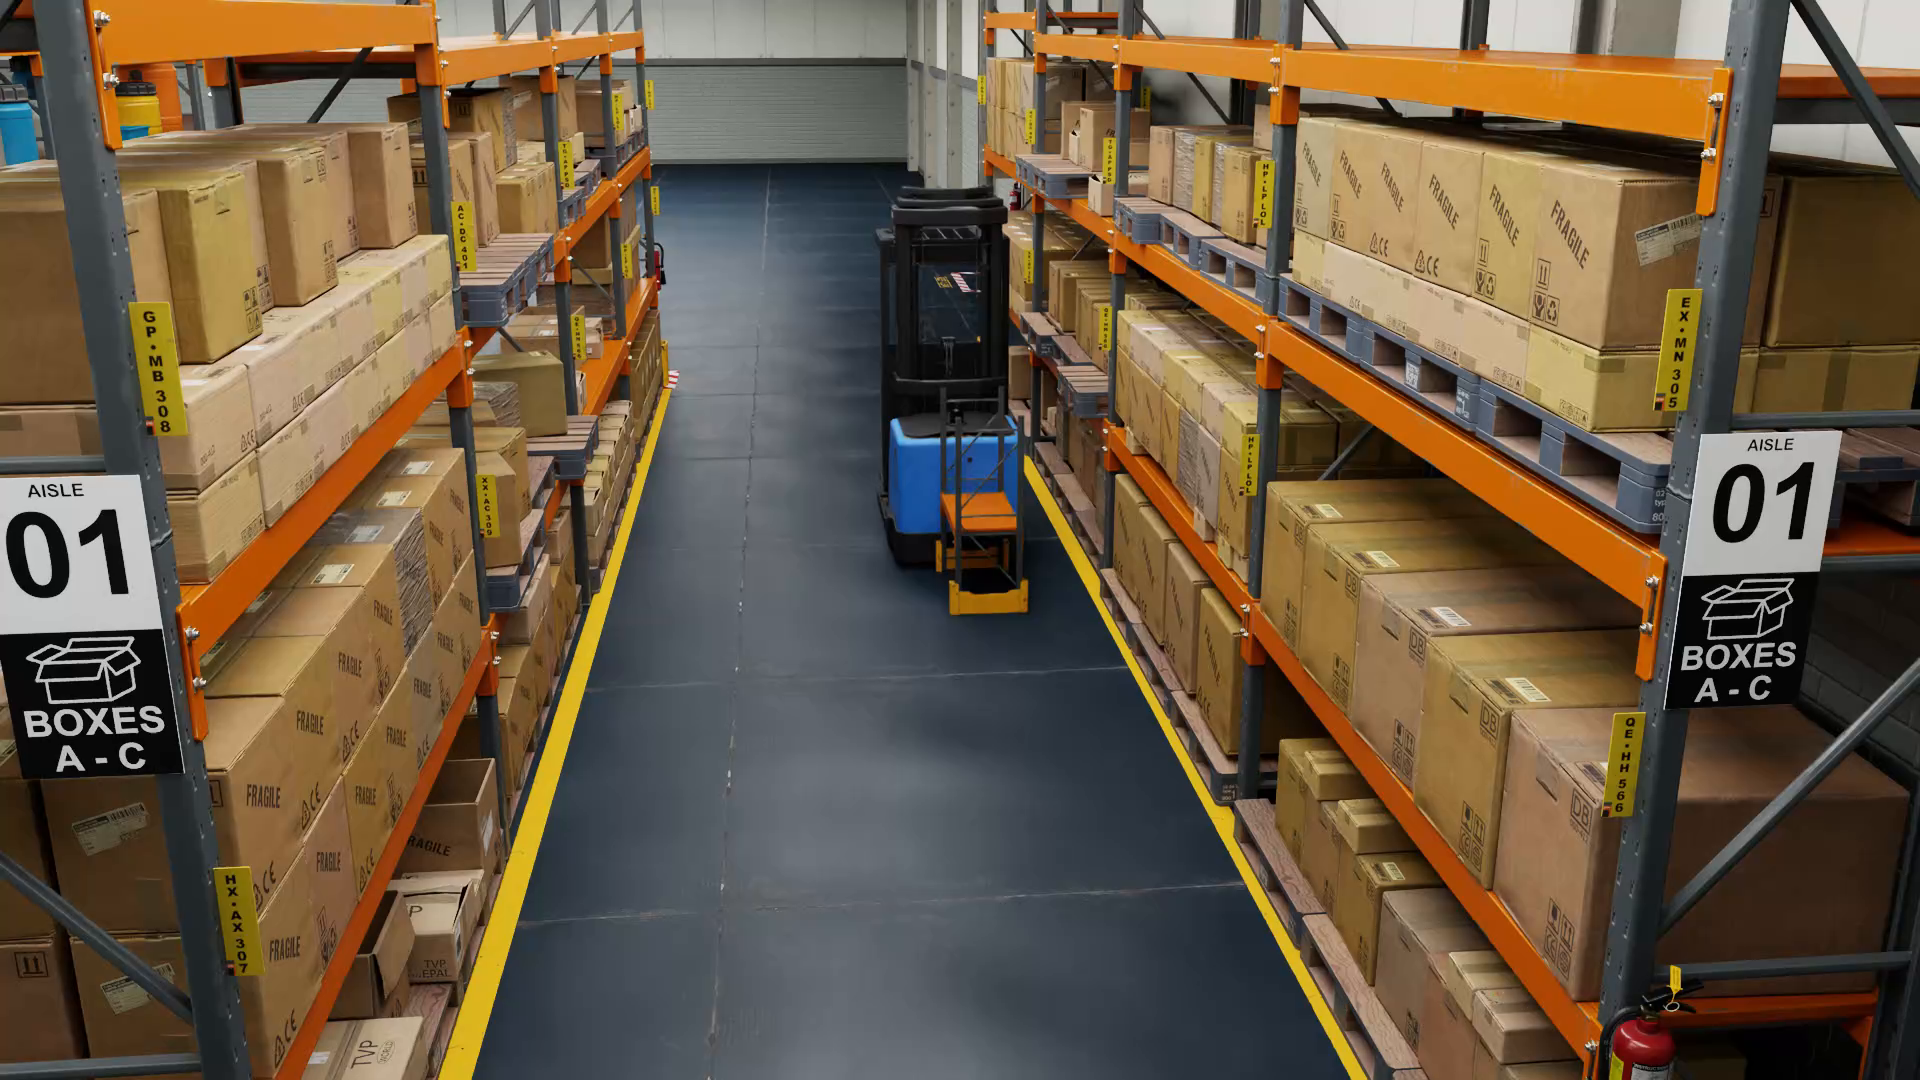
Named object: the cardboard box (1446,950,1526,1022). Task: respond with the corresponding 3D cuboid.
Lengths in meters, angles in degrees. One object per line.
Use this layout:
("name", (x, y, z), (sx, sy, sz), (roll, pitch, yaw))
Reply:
("cardboard box", (2.057, 1.669, 6.242), (0.380, 0.149, 0.250), (-1, 17, -4))

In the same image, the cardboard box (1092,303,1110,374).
("cardboard box", (1.483, -1.646, 13.511), (0.700, 0.500, 0.500), (-3, 18, -11))

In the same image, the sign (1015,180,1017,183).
("sign", (0.943, -5.995, 28.204), (0.001, 0.329, 0.234), (-2, 18, -6))

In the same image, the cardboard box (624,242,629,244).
("cardboard box", (-3.735, -3.100, 17.792), (0.380, 0.149, 0.250), (-2, 18, -6))

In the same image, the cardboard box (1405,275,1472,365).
("cardboard box", (1.998, -0.827, 6.179), (0.500, 0.250, 0.500), (-2, 18, -7))

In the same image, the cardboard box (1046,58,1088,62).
("cardboard box", (1.172, -5.149, 18.694), (0.500, 0.500, 0.500), (-1, 17, -2))

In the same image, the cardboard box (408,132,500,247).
("cardboard box", (-3.008, -2.014, 9.541), (0.600, 0.600, 0.600), (-2, 18, -8))

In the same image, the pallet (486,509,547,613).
("pallet", (-2.863, 0.113, 9.130), (1.003, 0.211, 1.213), (-2, 18, -6))

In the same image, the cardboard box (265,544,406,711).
("cardboard box", (-2.421, 0.333, 6.271), (0.500, 0.500, 0.500), (-2, 18, -6))

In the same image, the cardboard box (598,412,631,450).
("cardboard box", (-3.327, -1.010, 15.340), (0.500, 0.311, 0.500), (-1, 17, -4))

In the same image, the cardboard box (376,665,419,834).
("cardboard box", (-2.417, 0.814, 6.408), (0.500, 0.500, 0.500), (-2, 17, -5))

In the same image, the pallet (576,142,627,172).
("pallet", (-3.828, -3.763, 16.295), (1.003, 0.211, 1.213), (-2, 18, -6))

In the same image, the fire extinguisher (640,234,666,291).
("fire extinguisher", (-3.677, -3.325, 19.890), (0.296, 0.674, 0.183), (-2, 18, -6))

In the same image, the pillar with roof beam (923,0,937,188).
("pillar with roof beam", (-5.024, -13.164, 41.086), (9.100, 9.000, 0.400), (-2, 18, -6))

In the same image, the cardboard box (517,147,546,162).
("cardboard box", (-3.524, -2.949, 13.103), (0.500, 0.250, 0.500), (-2, 18, -7))

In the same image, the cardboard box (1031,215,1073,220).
("cardboard box", (1.103, -3.478, 19.213), (0.500, 0.500, 0.500), (-2, 17, -5))

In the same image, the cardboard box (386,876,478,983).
("cardboard box", (-2.470, 1.720, 7.444), (0.500, 0.311, 0.500), (-2, 18, -6))

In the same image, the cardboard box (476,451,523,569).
("cardboard box", (-2.715, -0.133, 8.726), (0.700, 0.500, 0.500), (-8, 19, -24))

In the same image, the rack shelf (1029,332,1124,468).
("rack shelf", (1.419, -1.336, 14.625), (1.077, 0.370, 4.000), (-2, 18, -6))

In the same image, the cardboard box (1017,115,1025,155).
("cardboard box", (0.876, -4.057, 16.884), (0.500, 0.500, 0.500), (-3, 18, -10))

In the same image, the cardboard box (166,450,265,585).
("cardboard box", (-2.276, -0.066, 4.622), (0.500, 0.250, 0.500), (-2, 18, -6))

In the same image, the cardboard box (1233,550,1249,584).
("cardboard box", (1.722, 0.127, 9.151), (0.380, 0.149, 0.250), (-2, 18, -5))

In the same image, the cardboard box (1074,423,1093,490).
("cardboard box", (1.421, -0.768, 15.053), (0.700, 0.500, 0.500), (-2, 17, -5))

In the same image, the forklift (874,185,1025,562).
("forklift", (-0.155, -1.616, 14.431), (1.130, 2.935, 3.031), (-2, 18, -6))

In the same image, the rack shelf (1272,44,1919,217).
("rack shelf", (2.244, -1.624, 6.194), (1.077, 0.370, 4.000), (-2, 18, -6))

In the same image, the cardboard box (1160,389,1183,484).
("cardboard box", (1.577, -0.671, 10.608), (0.500, 0.500, 0.500), (-1, 17, -4))

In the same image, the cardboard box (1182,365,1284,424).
("cardboard box", (1.640, -0.884, 10.037), (0.500, 0.250, 0.500), (-1, 17, -5))

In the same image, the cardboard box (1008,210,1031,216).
("cardboard box", (0.551, -3.611, 19.636), (0.500, 0.500, 0.500), (-2, 18, -6))

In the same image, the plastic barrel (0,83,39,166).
("plastic barrel", (-8.373, -3.494, 14.455), (0.600, 0.901, 0.708), (-2, 18, -6))

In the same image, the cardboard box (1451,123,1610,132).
("cardboard box", (2.396, -1.502, 7.076), (0.500, 0.500, 0.500), (-2, 18, -7))

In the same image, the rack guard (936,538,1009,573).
("rack guard", (0.100, 0.126, 13.358), (0.587, 0.250, 0.087), (-2, 18, -6))

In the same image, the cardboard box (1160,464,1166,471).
("cardboard box", (1.574, -0.562, 11.346), (0.380, 0.149, 0.250), (-1, 17, -4))

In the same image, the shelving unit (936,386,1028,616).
("shelving unit", (0.158, -0.322, 12.699), (0.587, 1.500, 1.083), (-2, 18, -6))

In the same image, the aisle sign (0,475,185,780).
("aisle sign", (-2.177, 0.225, 4.111), (0.394, 0.787, 0.004), (-2, 18, -6))

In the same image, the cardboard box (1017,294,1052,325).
("cardboard box", (0.863, -2.345, 16.854), (0.500, 0.250, 0.500), (-2, 18, -6))

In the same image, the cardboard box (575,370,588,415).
("cardboard box", (-3.201, -1.159, 13.009), (0.500, 0.311, 0.500), (-2, 18, -6))

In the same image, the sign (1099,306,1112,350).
("sign", (1.087, -1.578, 12.395), (0.100, 0.325, 0.005), (-2, 18, -6))

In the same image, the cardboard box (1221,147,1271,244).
("cardboard box", (1.935, -2.009, 9.661), (0.700, 0.500, 0.500), (-2, 18, -7))

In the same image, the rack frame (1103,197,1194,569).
("rack frame", (1.626, -1.083, 12.619), (1.000, 3.000, 0.127), (-2, 18, -6))

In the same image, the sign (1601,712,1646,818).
("sign", (1.910, 0.648, 4.778), (0.100, 0.325, 0.005), (-2, 18, -6))

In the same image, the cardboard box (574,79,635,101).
("cardboard box", (-4.071, -4.889, 18.626), (0.797, 0.503, 0.637), (-1, 17, -2))

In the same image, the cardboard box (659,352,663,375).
("cardboard box", (-3.777, -2.050, 19.589), (0.500, 0.250, 0.500), (-2, 18, -6))

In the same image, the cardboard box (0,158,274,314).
("cardboard box", (-2.671, -0.951, 5.355), (0.700, 0.500, 0.500), (-2, 18, -6))

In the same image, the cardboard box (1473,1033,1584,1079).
("cardboard box", (2.279, 2.087, 5.993), (0.700, 0.500, 0.500), (-2, 18, -6))

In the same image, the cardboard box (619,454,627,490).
("cardboard box", (-3.279, -0.591, 14.942), (0.500, 0.250, 0.500), (-1, 17, -4))

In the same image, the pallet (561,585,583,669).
("pallet", (-3.262, 0.625, 11.834), (1.003, 0.211, 1.213), (-2, 18, -6))

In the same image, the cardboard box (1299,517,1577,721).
("cardboard box", (2.148, 0.345, 7.569), (0.980, 0.700, 0.700), (-2, 18, -7))

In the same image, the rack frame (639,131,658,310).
("rack frame", (-4.126, -3.312, 19.720), (1.000, 3.000, 0.127), (-2, 18, -6))

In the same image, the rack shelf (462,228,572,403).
("rack shelf", (-3.095, -1.421, 9.889), (1.077, 0.370, 4.000), (-2, 18, -6))

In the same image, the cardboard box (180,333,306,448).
("cardboard box", (-2.315, -0.454, 5.023), (0.500, 0.250, 0.500), (-2, 18, -6))

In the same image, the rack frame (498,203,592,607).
("rack frame", (-3.301, -0.929, 12.128), (1.000, 3.000, 0.127), (-2, 18, -6))

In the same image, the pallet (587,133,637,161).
("pallet", (-3.950, -4.126, 17.450), (1.003, 0.211, 1.213), (-2, 18, -6))

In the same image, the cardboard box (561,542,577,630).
("cardboard box", (-2.971, 0.325, 11.572), (0.500, 0.500, 0.500), (-1, 17, -3))

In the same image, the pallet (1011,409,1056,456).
("pallet", (1.109, -1.143, 17.467), (1.003, 0.211, 1.213), (-2, 18, -6))
